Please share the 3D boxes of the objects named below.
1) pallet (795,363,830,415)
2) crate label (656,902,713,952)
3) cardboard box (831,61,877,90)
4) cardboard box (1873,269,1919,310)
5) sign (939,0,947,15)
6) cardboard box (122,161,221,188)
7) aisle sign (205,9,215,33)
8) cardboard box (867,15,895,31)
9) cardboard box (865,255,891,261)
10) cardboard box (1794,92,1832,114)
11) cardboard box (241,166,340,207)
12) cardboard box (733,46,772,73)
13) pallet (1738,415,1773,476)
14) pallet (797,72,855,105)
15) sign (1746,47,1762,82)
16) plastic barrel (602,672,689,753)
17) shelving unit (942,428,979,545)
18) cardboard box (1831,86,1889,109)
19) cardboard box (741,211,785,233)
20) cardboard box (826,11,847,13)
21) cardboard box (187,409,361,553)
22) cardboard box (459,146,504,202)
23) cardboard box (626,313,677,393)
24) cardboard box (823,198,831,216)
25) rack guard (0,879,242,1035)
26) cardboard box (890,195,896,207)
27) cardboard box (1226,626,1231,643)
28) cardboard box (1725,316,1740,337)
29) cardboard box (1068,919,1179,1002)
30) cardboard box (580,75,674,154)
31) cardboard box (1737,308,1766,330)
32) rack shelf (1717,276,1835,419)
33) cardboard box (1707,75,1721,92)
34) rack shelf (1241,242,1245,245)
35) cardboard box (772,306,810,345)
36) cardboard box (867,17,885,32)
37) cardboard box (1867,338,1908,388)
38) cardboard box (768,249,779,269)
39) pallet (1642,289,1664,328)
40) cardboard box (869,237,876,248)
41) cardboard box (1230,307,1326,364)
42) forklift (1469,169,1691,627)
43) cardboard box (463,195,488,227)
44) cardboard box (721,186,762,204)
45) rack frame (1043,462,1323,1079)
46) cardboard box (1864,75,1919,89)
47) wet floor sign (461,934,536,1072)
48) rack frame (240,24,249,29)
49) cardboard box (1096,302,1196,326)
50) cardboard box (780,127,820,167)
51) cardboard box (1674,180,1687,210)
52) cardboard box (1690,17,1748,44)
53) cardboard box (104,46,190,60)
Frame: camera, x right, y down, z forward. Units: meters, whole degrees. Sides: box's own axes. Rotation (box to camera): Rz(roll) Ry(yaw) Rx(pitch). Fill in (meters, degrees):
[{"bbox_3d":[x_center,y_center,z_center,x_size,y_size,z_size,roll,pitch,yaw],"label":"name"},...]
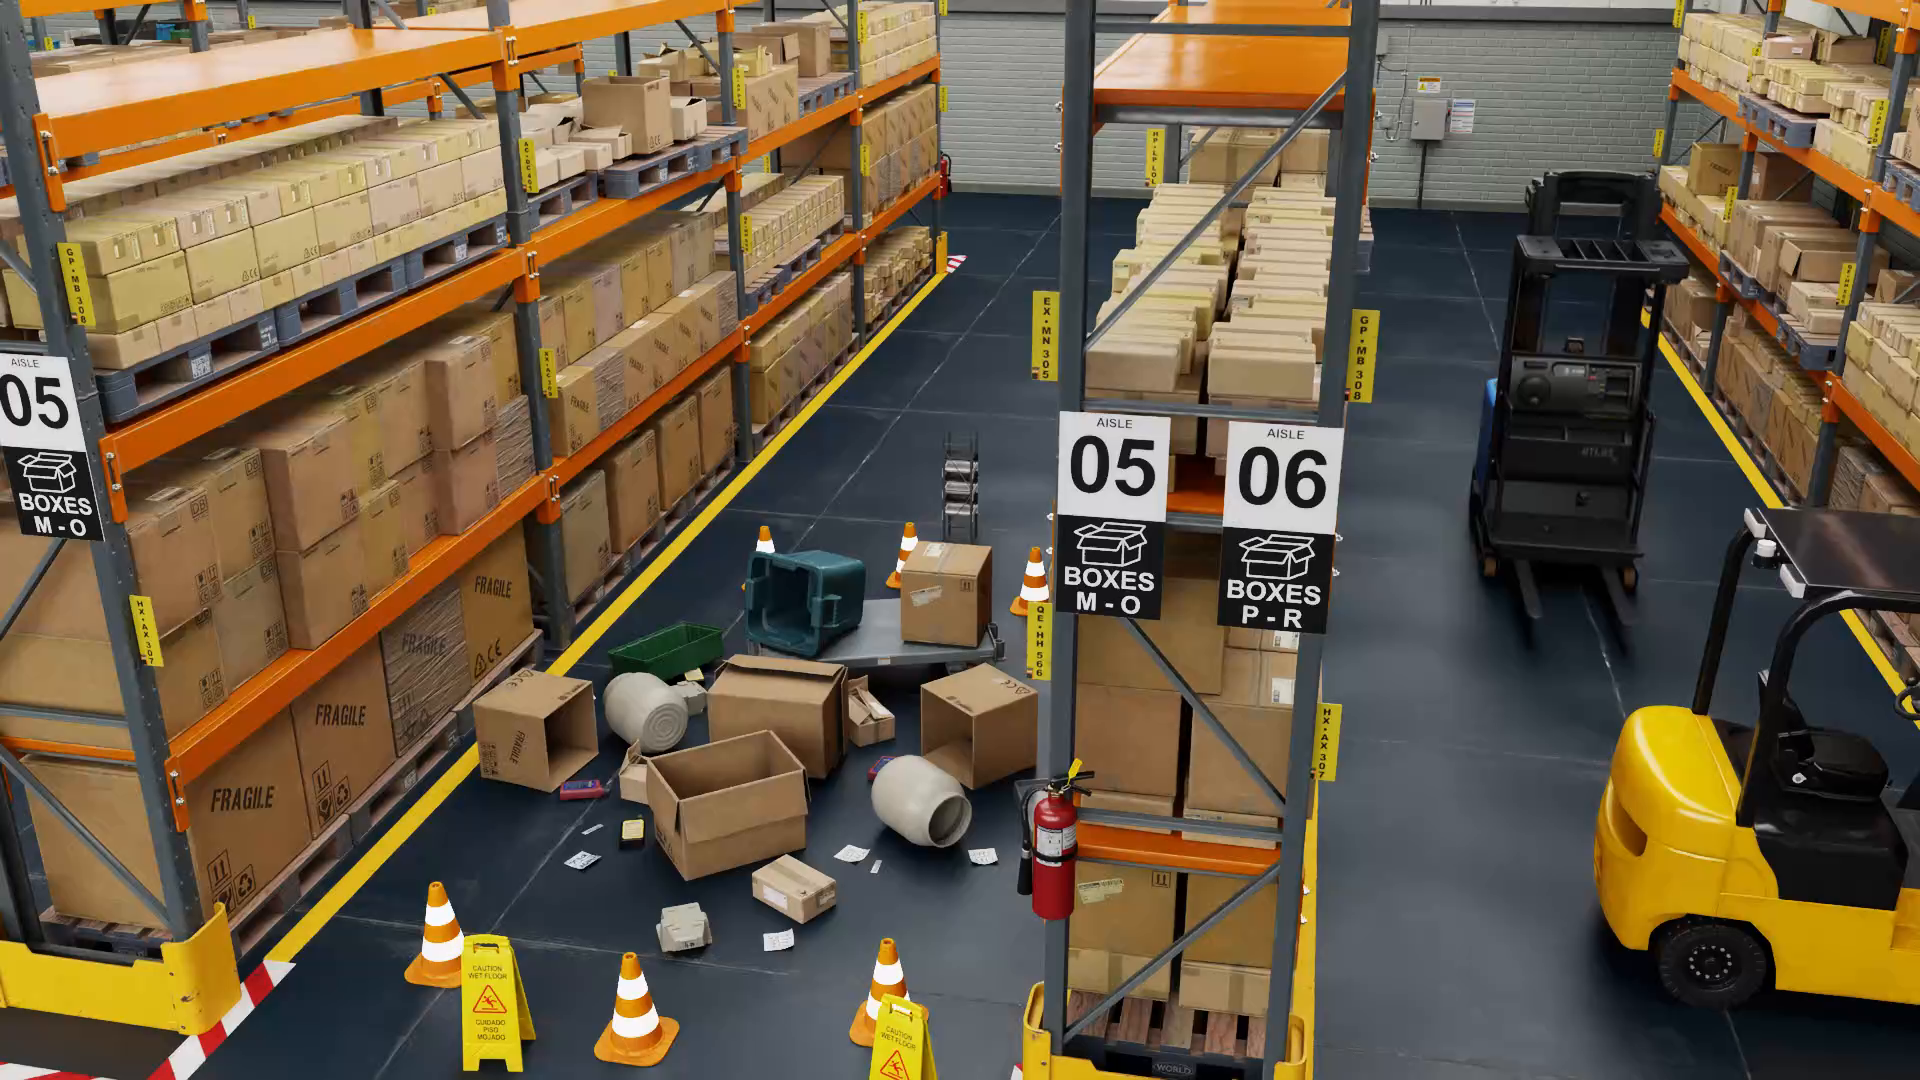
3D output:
[{"bbox_3d":[-1.974,-1.579,16.992,1.003,0.211,1.213,4,22,11],"label":"pallet"},{"bbox_3d":[-1.384,1.944,8.344,0.250,0.136,0.298,-7,23,-17],"label":"crate label"},{"bbox_3d":[-1.217,-5.076,18.128,0.500,0.250,0.500,6,23,14],"label":"cardboard box"},{"bbox_3d":[7.598,-1.842,13.217,0.500,0.500,0.500,6,23,13],"label":"cardboard box"},{"bbox_3d":[-0.215,-6.820,21.073,0.100,0.325,0.005,4,22,11],"label":"sign"},{"bbox_3d":[-3.971,-1.809,8.388,0.380,0.149,0.250,5,22,11],"label":"cardboard box"},{"bbox_3d":[-10.714,-7.115,23.526,0.394,0.787,0.004,4,22,11],"label":"aisle sign"},{"bbox_3d":[-0.959,-5.909,18.992,0.380,0.149,0.250,6,23,14],"label":"cardboard box"},{"bbox_3d":[-1.042,-3.346,20.104,0.380,0.149,0.250,4,22,9],"label":"cardboard box"},{"bbox_3d":[7.417,-3.761,14.301,0.380,0.149,0.250,5,22,12],"label":"cardboard box"},{"bbox_3d":[-3.327,-1.759,8.263,0.380,0.149,0.250,5,22,12],"label":"cardboard box"},{"bbox_3d":[-1.915,-4.347,14.958,0.396,0.266,0.258,4,22,11],"label":"cardboard box"},{"bbox_3d":[7.781,-0.846,15.172,1.003,0.211,1.213,4,22,11],"label":"pallet"},{"bbox_3d":[-1.800,-4.692,17.224,1.213,0.211,1.003,4,22,11],"label":"pallet"},{"bbox_3d":[7.623,-4.557,15.947,0.100,0.325,0.005,4,22,11],"label":"sign"},{"bbox_3d":[-1.932,1.048,10.186,0.421,0.421,0.512,-16,27,-35],"label":"plastic barrel"},{"bbox_3d":[0.002,-0.420,13.193,0.258,0.900,0.210,4,22,11],"label":"shelving unit"},{"bbox_3d":[7.336,-3.600,13.531,0.380,0.149,0.250,4,22,10],"label":"cardboard box"},{"bbox_3d":[-1.888,-3.034,15.851,0.380,0.149,0.250,6,23,13],"label":"cardboard box"},{"bbox_3d":[-1.389,-6.140,19.566,0.380,0.149,0.250,5,23,13],"label":"cardboard box"},{"bbox_3d":[-3.636,-0.322,8.492,0.875,0.550,0.550,4,22,11],"label":"cardboard box"},{"bbox_3d":[-3.052,-2.181,9.844,0.500,0.250,0.500,4,22,10],"label":"cardboard box"},{"bbox_3d":[-2.521,-1.450,12.806,0.500,0.500,0.500,5,22,12],"label":"cardboard box"},{"bbox_3d":[-1.564,-3.474,17.340,0.380,0.149,0.250,5,23,13],"label":"cardboard box"},{"bbox_3d":[-4.024,1.952,7.838,1.175,0.500,0.348,4,22,11],"label":"rack guard"},{"bbox_3d":[-0.971,-4.052,19.737,0.380,0.149,0.250,5,23,13],"label":"cardboard box"},{"bbox_3d":[0.849,0.088,7.250,0.700,0.500,0.500,5,22,11],"label":"cardboard box"},{"bbox_3d":[7.823,-2.113,16.500,0.380,0.149,0.250,6,23,13],"label":"cardboard box"},{"bbox_3d":[0.754,1.880,7.789,0.500,0.250,0.500,4,22,11],"label":"cardboard box"},{"bbox_3d":[-2.467,-3.164,12.350,0.500,0.500,0.500,4,22,11],"label":"cardboard box"},{"bbox_3d":[7.817,-2.152,16.200,0.380,0.149,0.250,3,22,8],"label":"cardboard box"},{"bbox_3d":[7.748,-1.822,14.827,1.077,0.370,4.000,4,22,11],"label":"rack shelf"},{"bbox_3d":[8.226,-4.882,17.781,0.380,0.149,0.250,5,22,12],"label":"cardboard box"},{"bbox_3d":[2.072,-2.128,11.570,1.077,0.370,4.000,4,22,11],"label":"rack shelf"},{"bbox_3d":[-1.792,-2.124,16.394,0.500,0.250,0.500,5,22,11],"label":"cardboard box"},{"bbox_3d":[-1.059,-5.812,18.753,0.380,0.149,0.250,4,22,9],"label":"cardboard box"},{"bbox_3d":[6.907,-1.260,11.999,0.500,0.250,0.500,5,23,13],"label":"cardboard box"},{"bbox_3d":[-1.935,-2.664,15.728,0.380,0.149,0.250,5,23,13],"label":"cardboard box"},{"bbox_3d":[8.795,-2.737,19.868,1.003,0.211,1.213,4,22,11],"label":"pallet"},{"bbox_3d":[-1.278,-3.761,21.135,0.380,0.149,0.250,3,22,8],"label":"cardboard box"},{"bbox_3d":[1.267,-0.815,6.616,0.380,0.149,0.250,4,22,11],"label":"cardboard box"},{"bbox_3d":[4.569,-1.145,12.274,1.130,2.935,3.031,5,22,11],"label":"forklift"},{"bbox_3d":[-3.015,-1.946,9.794,0.380,0.149,0.250,5,22,12],"label":"cardboard box"},{"bbox_3d":[-2.260,-3.563,17.163,0.380,0.149,0.250,4,22,10],"label":"cardboard box"},{"bbox_3d":[0.848,1.124,6.547,1.000,3.000,0.127,4,22,11],"label":"rack frame"},{"bbox_3d":[7.920,-3.857,14.143,0.380,0.149,0.250,5,22,12],"label":"cardboard box"},{"bbox_3d":[-2.086,2.037,7.431,0.267,0.644,0.232,1,22,2],"label":"wet floor sign"},{"bbox_3d":[-10.438,-5.861,23.890,1.000,3.000,0.127,4,22,11],"label":"rack frame"},{"bbox_3d":[0.752,-0.853,6.710,0.380,0.149,0.250,4,22,10],"label":"cardboard box"},{"bbox_3d":[-1.739,-4.446,18.507,0.500,0.500,0.500,4,22,9],"label":"cardboard box"},{"bbox_3d":[8.413,-3.903,18.833,0.500,0.250,0.500,4,22,10],"label":"cardboard box"},{"bbox_3d":[8.514,-5.715,18.646,0.500,0.250,0.500,4,22,11],"label":"cardboard box"},{"bbox_3d":[-7.074,-4.033,14.535,0.500,0.500,0.500,5,22,12],"label":"cardboard box"}]
